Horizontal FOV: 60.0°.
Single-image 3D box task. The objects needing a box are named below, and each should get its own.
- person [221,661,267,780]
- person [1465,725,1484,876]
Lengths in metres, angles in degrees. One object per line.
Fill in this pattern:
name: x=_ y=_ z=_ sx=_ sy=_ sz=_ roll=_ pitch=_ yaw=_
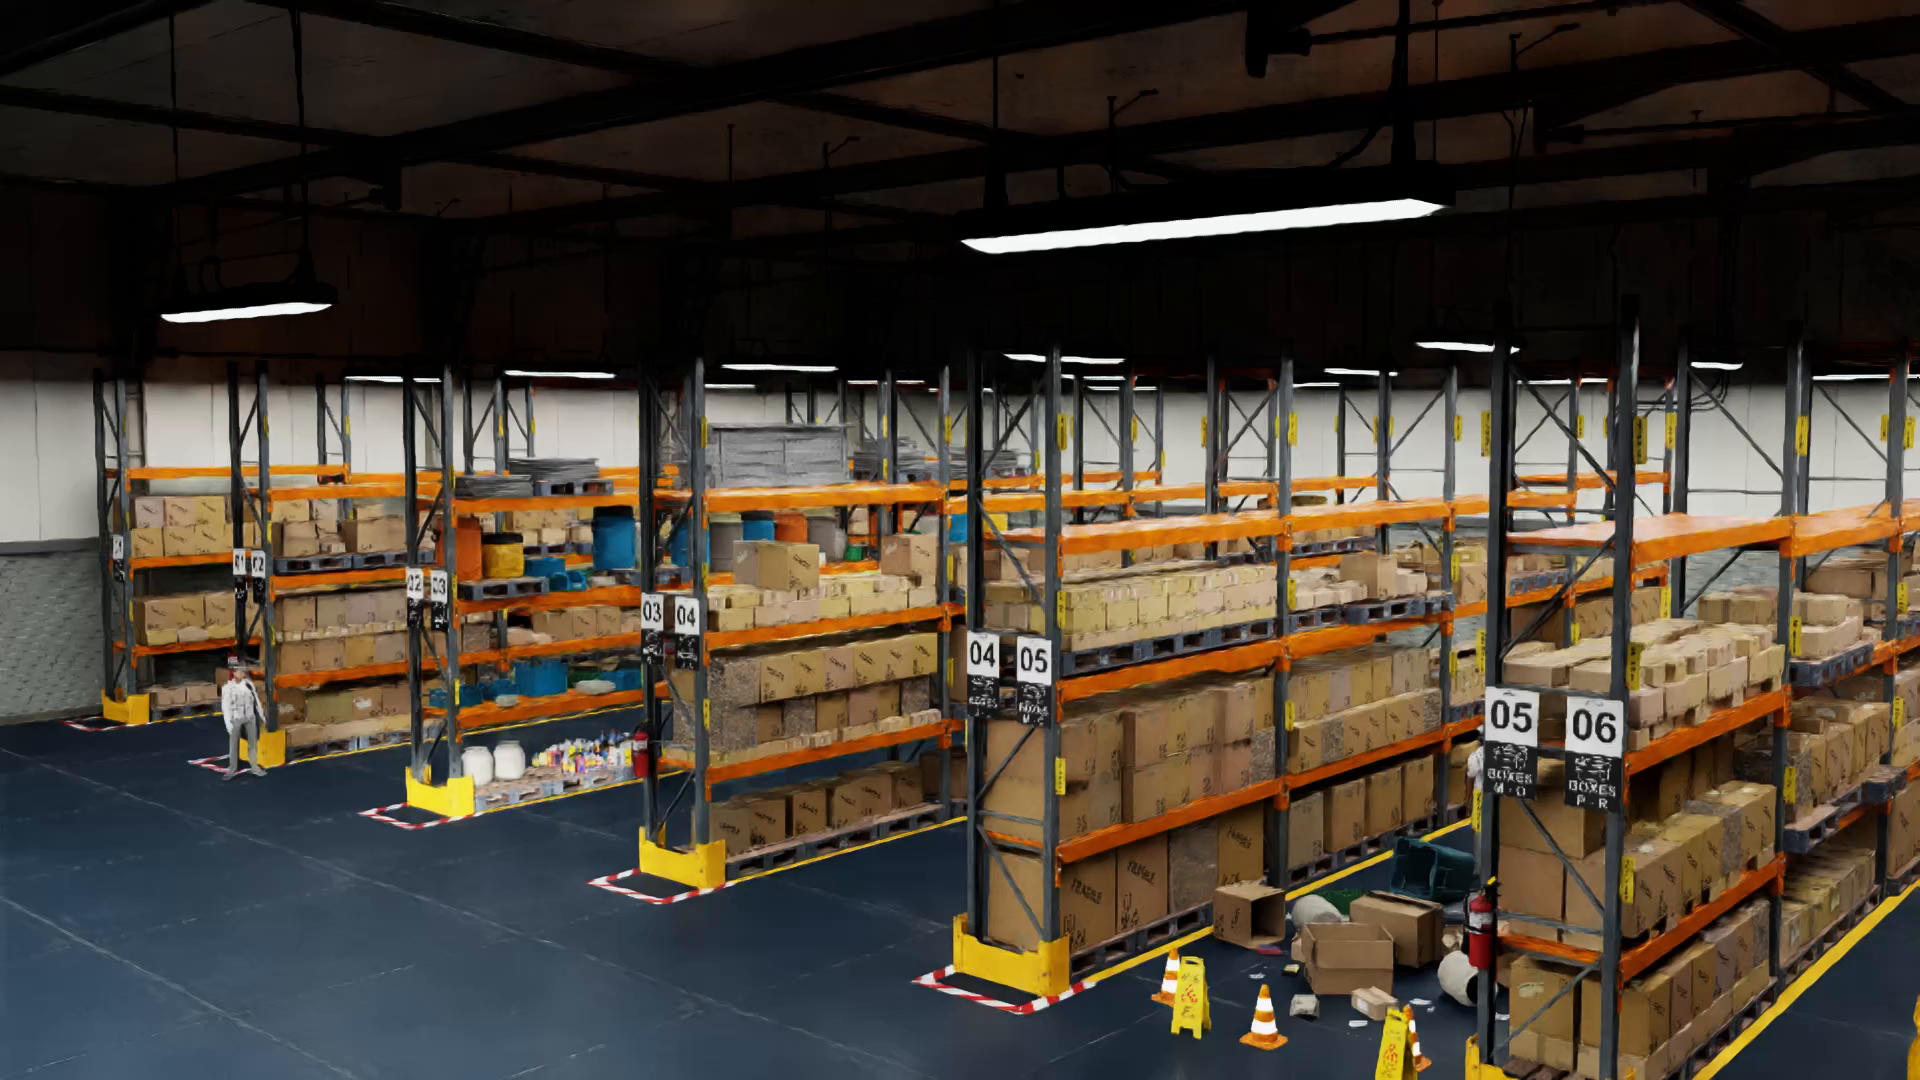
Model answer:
person: x=-10.261 y=2.561 z=23.793 sx=0.632 sy=1.685 sz=0.367 roll=-4 pitch=6 yaw=-43
person: x=5.910 y=2.937 z=18.822 sx=0.498 sy=1.674 sz=0.463 roll=-1 pitch=4 yaw=-18
